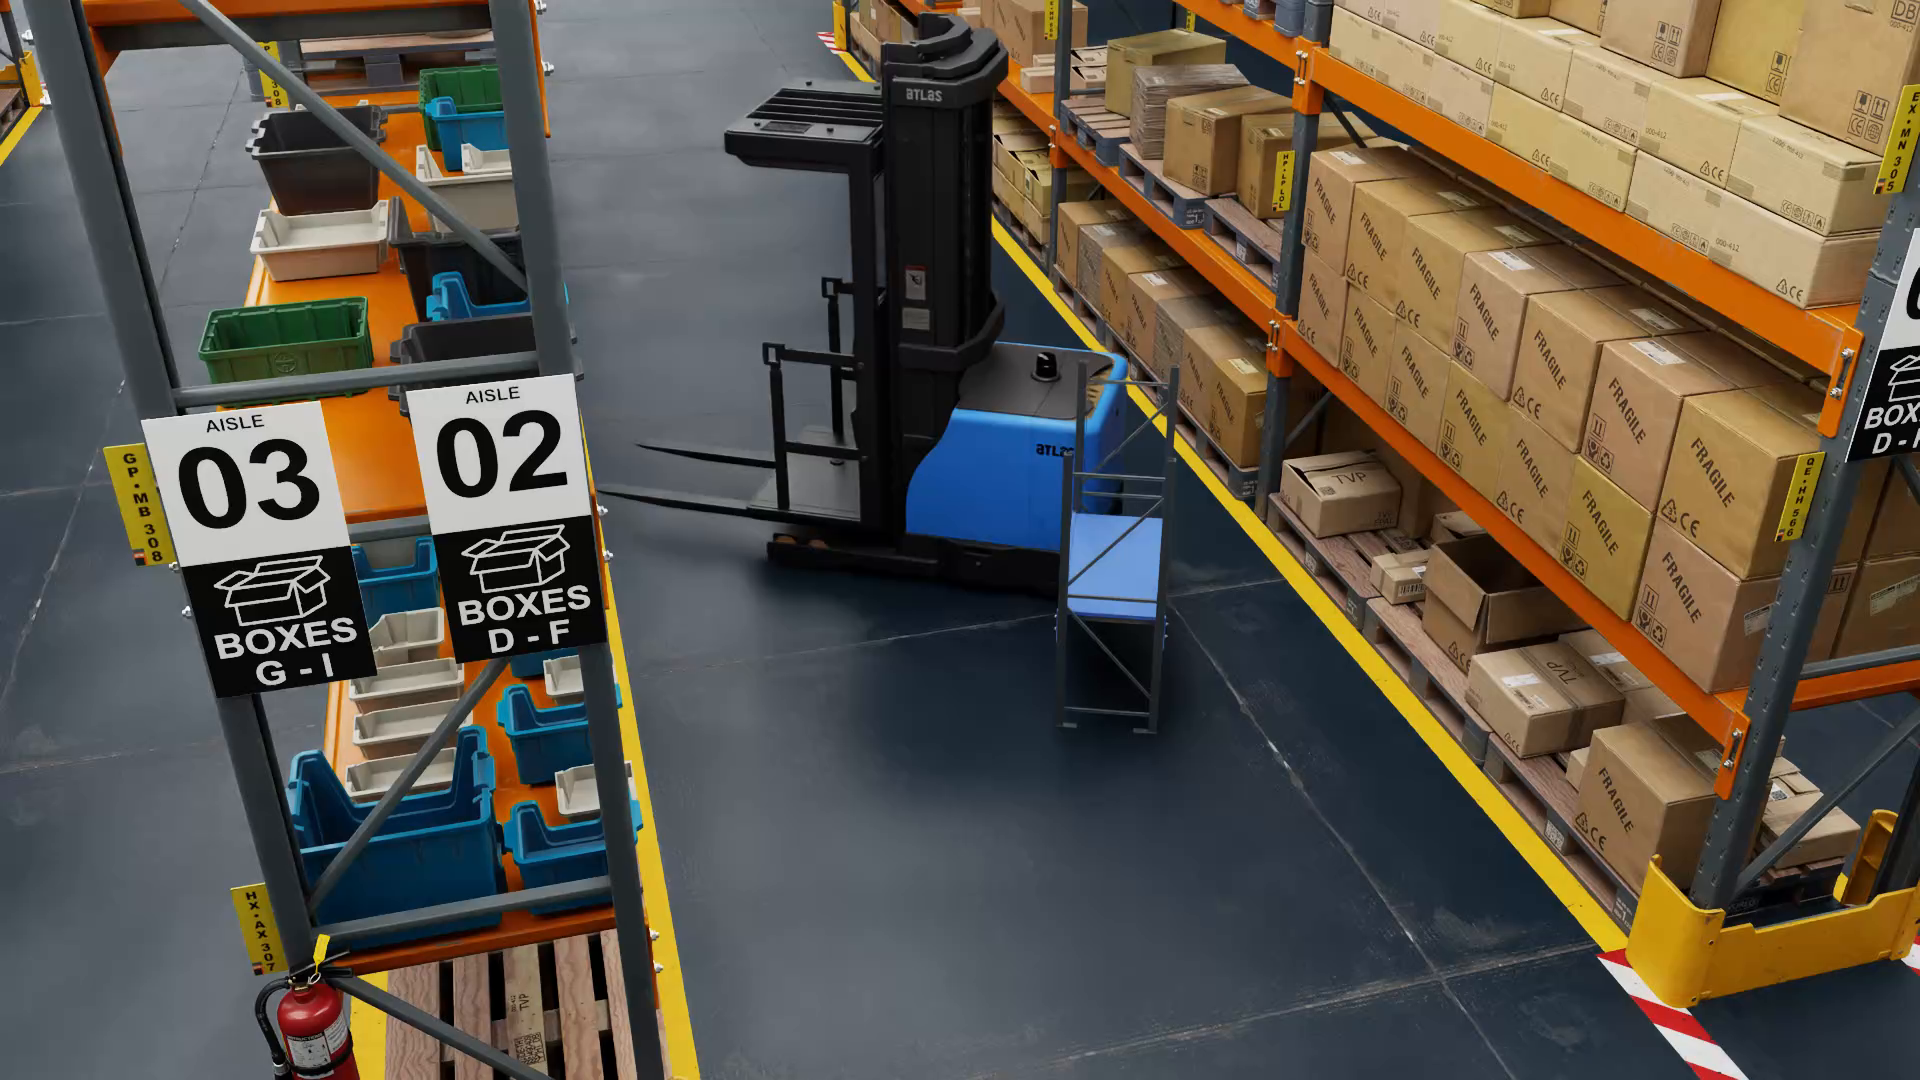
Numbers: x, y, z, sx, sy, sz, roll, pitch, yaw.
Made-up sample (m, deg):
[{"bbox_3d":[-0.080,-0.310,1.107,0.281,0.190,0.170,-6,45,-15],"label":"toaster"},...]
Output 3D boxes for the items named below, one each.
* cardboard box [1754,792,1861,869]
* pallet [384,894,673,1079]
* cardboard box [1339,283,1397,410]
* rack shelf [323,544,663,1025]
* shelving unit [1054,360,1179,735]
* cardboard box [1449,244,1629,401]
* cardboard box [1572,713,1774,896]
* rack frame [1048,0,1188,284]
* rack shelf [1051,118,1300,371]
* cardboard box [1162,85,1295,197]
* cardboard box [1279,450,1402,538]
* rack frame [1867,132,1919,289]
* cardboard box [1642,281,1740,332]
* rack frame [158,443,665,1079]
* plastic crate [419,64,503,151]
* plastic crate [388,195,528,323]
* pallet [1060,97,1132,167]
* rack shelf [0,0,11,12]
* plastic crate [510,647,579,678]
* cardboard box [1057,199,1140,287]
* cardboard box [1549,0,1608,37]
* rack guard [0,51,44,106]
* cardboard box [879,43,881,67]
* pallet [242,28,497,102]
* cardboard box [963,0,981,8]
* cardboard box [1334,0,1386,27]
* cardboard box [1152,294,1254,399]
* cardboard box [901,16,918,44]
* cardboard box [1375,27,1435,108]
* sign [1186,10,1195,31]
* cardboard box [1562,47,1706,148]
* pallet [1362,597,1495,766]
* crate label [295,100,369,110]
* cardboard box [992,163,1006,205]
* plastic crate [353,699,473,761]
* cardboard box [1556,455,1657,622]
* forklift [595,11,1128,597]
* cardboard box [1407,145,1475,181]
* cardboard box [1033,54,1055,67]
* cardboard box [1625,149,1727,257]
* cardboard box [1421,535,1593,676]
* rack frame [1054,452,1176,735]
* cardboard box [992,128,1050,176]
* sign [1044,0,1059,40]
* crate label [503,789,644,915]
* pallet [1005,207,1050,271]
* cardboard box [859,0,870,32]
[{"bbox_3d":[3.553,1.228,7.040,0.380,0.149,0.250,-8,31,-13],"label":"cardboard box"},{"bbox_3d":[-1.626,1.893,6.269,1.003,0.211,1.213,-8,31,-13],"label":"pallet"},{"bbox_3d":[2.282,-1.013,8.406,0.500,0.500,0.500,-7,31,-12],"label":"cardboard box"},{"bbox_3d":[-1.975,0.435,6.722,1.077,0.370,4.000,-8,31,-13],"label":"rack shelf"},{"bbox_3d":[0.776,0.025,8.210,0.538,1.500,1.048,4,30,6],"label":"shelving unit"},{"bbox_3d":[2.536,-0.963,7.322,0.500,0.500,0.500,-7,31,-12],"label":"cardboard box"},{"bbox_3d":[2.951,1.094,6.921,0.500,0.500,0.500,-8,31,-13],"label":"cardboard box"},{"bbox_3d":[1.209,-3.431,12.684,1.000,3.000,0.127,-8,31,-13],"label":"rack frame"},{"bbox_3d":[1.740,-2.154,11.195,1.077,0.370,4.000,-8,31,-13],"label":"rack shelf"},{"bbox_3d":[1.742,-2.569,10.676,0.700,0.500,0.500,-16,34,-26],"label":"cardboard box"},{"bbox_3d":[2.174,-0.294,9.509,0.500,0.311,0.500,-8,31,-13],"label":"cardboard box"},{"bbox_3d":[3.333,-2.164,4.505,1.000,3.000,0.127,-8,31,-13],"label":"rack frame"},{"bbox_3d":[3.195,-0.786,7.016,0.500,0.500,0.500,-7,31,-13],"label":"cardboard box"},{"bbox_3d":[-1.444,1.090,4.873,1.000,3.000,0.127,-8,31,-13],"label":"rack frame"},{"bbox_3d":[-2.102,-1.884,7.229,0.450,0.188,0.662,-8,31,-13],"label":"plastic crate"},{"bbox_3d":[-1.585,-0.956,5.475,0.504,0.338,0.767,-8,31,-13],"label":"plastic crate"},{"bbox_3d":[1.457,-3.030,12.182,1.213,0.211,1.003,-8,31,-13],"label":"pallet"},{"bbox_3d":[-9.935,-4.702,15.598,1.077,0.370,4.000,-8,31,-13],"label":"rack shelf"},{"bbox_3d":[-1.542,0.337,6.281,0.416,0.233,0.300,-8,31,-13],"label":"plastic crate"},{"bbox_3d":[1.054,-2.282,12.754,0.500,0.500,0.500,-7,31,-11],"label":"cardboard box"},{"bbox_3d":[2.851,-2.321,6.674,0.700,0.500,0.500,-8,31,-13],"label":"cardboard box"},{"bbox_3d":[-10.446,-4.861,17.649,1.175,0.500,0.348,-8,31,-13],"label":"rack guard"},{"bbox_3d":[-0.590,-5.273,18.192,0.500,0.250,0.500,-8,31,-13],"label":"cardboard box"},{"bbox_3d":[-2.808,-2.424,8.139,1.213,0.211,1.003,-8,31,-13],"label":"pallet"},{"bbox_3d":[0.320,-5.066,15.658,0.500,0.250,0.500,-6,31,-10],"label":"cardboard box"},{"bbox_3d":[2.160,-2.681,8.044,0.500,0.250,0.500,-8,31,-13],"label":"cardboard box"},{"bbox_3d":[1.608,-1.290,11.041,0.500,0.500,0.500,-7,31,-13],"label":"cardboard box"},{"bbox_3d":[-0.308,-5.117,17.174,0.500,0.500,0.500,-8,31,-13],"label":"cardboard box"},{"bbox_3d":[2.290,-2.223,7.751,0.500,0.250,0.500,-8,31,-13],"label":"cardboard box"},{"bbox_3d":[1.730,-3.975,12.546,0.100,0.325,0.005,-8,31,-13],"label":"sign"},{"bbox_3d":[2.688,-1.715,6.374,0.500,0.250,0.500,-8,31,-13],"label":"cardboard box"},{"bbox_3d":[2.780,0.630,8.451,1.003,0.211,1.213,-8,31,-13],"label":"pallet"},{"bbox_3d":[-2.655,-1.752,7.051,0.293,0.136,0.466,-8,31,-13],"label":"crate label"},{"bbox_3d":[0.563,-3.136,14.500,0.500,0.250,0.500,-7,31,-12],"label":"cardboard box"},{"bbox_3d":[-1.898,0.666,5.808,0.396,0.136,0.243,-8,31,-13],"label":"plastic crate"},{"bbox_3d":[2.810,-0.041,6.726,0.500,0.500,0.500,-8,31,-13],"label":"cardboard box"},{"bbox_3d":[-0.611,-1.347,9.151,3.031,2.935,1.130,7,31,12],"label":"forklift"},{"bbox_3d":[2.655,-1.765,8.708,0.500,0.500,0.500,-8,31,-13],"label":"cardboard box"},{"bbox_3d":[0.816,-3.931,13.798,0.380,0.149,0.250,-6,31,-10],"label":"cardboard box"},{"bbox_3d":[2.820,-1.257,6.082,0.500,0.250,0.500,-8,31,-13],"label":"cardboard box"},{"bbox_3d":[2.774,0.298,8.294,0.797,0.503,0.637,-8,31,-13],"label":"cardboard box"},{"bbox_3d":[0.711,0.277,7.774,0.500,1.500,0.032,4,30,6],"label":"rack frame"},{"bbox_3d":[0.557,-3.380,14.361,0.500,0.311,0.500,-8,31,-14],"label":"cardboard box"},{"bbox_3d":[0.675,-3.857,12.263,0.100,0.325,0.005,-8,31,-13],"label":"sign"},{"bbox_3d":[-1.192,0.973,5.182,0.416,0.233,0.303,-8,31,-13],"label":"crate label"},{"bbox_3d":[1.028,-2.627,14.078,1.003,0.211,1.213,-8,31,-13],"label":"pallet"},{"bbox_3d":[-0.852,-6.081,18.839,0.500,0.500,0.500,-8,31,-13],"label":"cardboard box"}]
